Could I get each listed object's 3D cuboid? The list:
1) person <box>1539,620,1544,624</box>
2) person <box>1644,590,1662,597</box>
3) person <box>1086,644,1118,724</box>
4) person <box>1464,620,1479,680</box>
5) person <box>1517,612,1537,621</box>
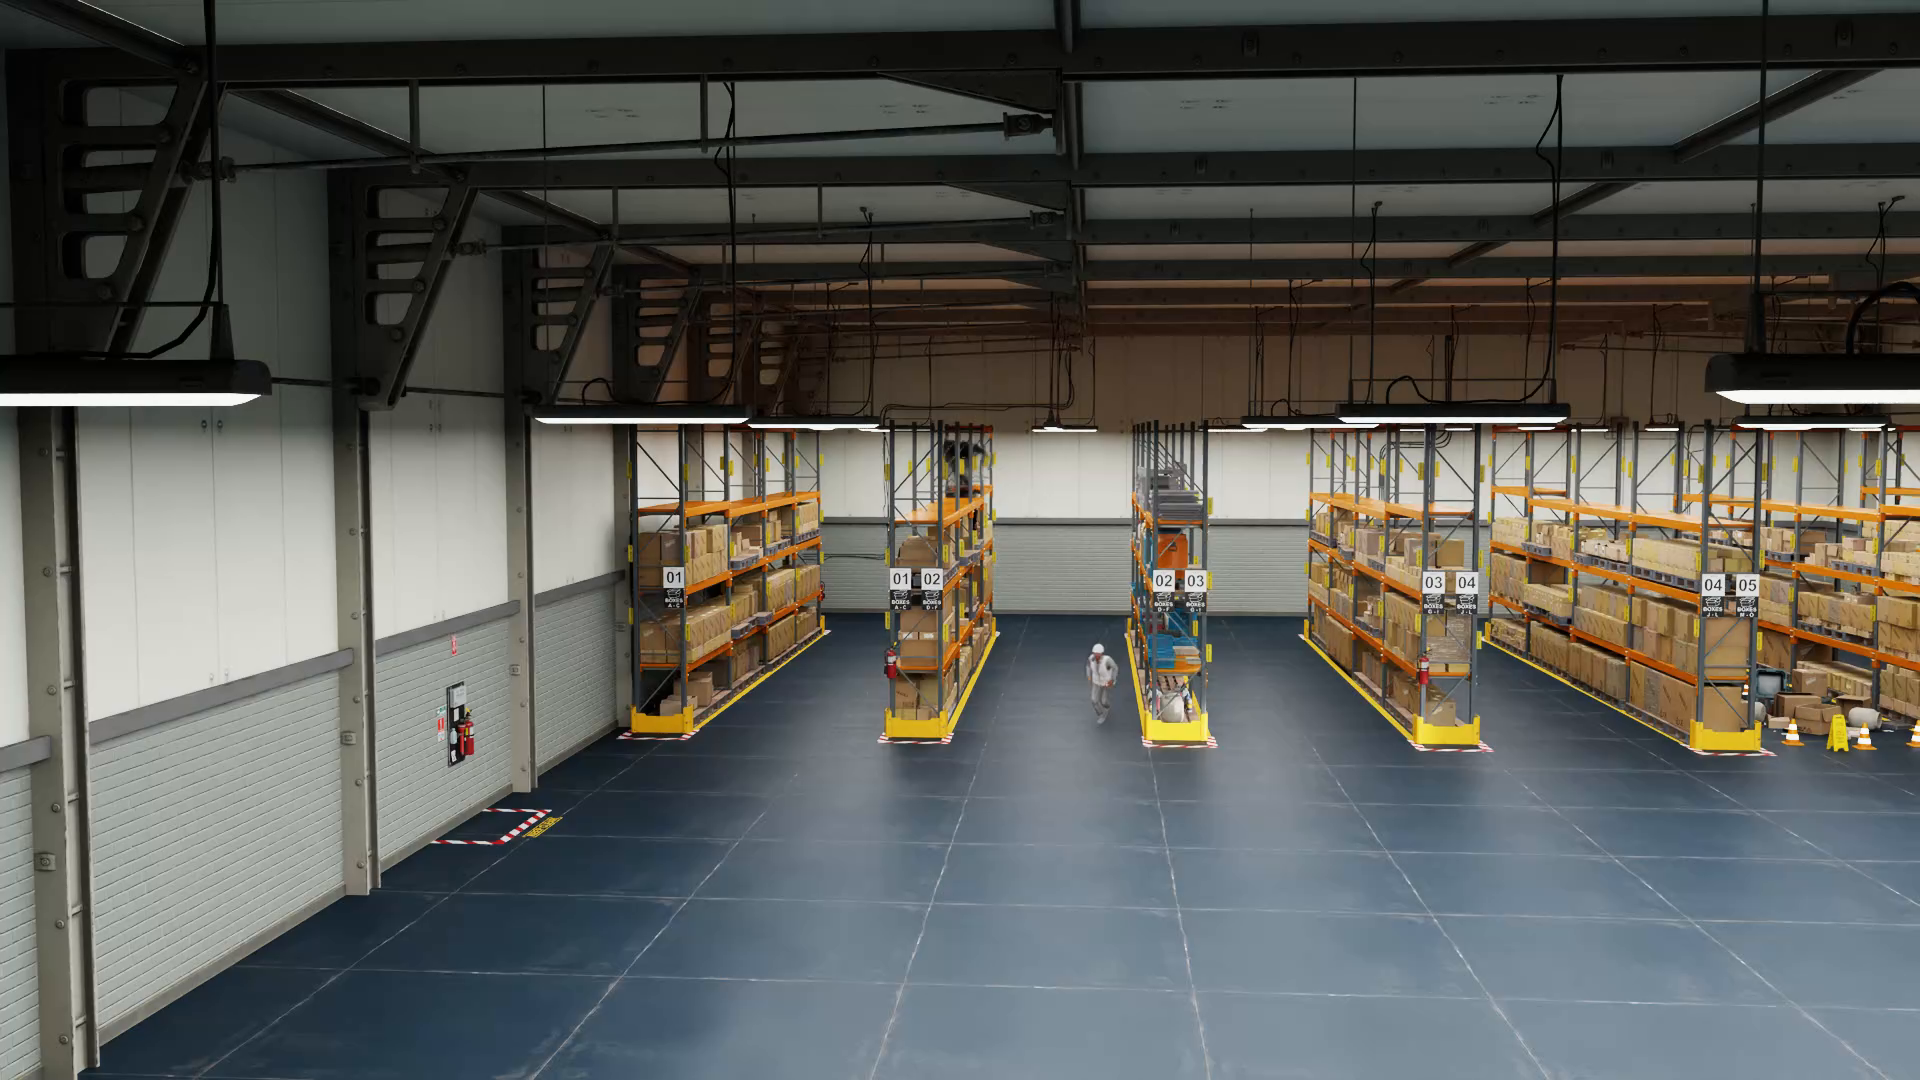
[{"bbox_3d":[16.469,1.920,46.750,0.676,1.674,0.893,-1,4,-21],"label":"person"},{"bbox_3d":[19.738,1.915,47.308,0.813,1.704,0.616,1,4,14],"label":"person"},{"bbox_3d":[2.852,2.837,33.088,0.671,1.617,1.016,1,4,22],"label":"person"},{"bbox_3d":[11.858,2.453,39.205,0.701,1.681,0.991,0,4,2],"label":"person"},{"bbox_3d":[16.236,1.862,47.489,0.637,1.736,0.709,-1,4,-13],"label":"person"}]
